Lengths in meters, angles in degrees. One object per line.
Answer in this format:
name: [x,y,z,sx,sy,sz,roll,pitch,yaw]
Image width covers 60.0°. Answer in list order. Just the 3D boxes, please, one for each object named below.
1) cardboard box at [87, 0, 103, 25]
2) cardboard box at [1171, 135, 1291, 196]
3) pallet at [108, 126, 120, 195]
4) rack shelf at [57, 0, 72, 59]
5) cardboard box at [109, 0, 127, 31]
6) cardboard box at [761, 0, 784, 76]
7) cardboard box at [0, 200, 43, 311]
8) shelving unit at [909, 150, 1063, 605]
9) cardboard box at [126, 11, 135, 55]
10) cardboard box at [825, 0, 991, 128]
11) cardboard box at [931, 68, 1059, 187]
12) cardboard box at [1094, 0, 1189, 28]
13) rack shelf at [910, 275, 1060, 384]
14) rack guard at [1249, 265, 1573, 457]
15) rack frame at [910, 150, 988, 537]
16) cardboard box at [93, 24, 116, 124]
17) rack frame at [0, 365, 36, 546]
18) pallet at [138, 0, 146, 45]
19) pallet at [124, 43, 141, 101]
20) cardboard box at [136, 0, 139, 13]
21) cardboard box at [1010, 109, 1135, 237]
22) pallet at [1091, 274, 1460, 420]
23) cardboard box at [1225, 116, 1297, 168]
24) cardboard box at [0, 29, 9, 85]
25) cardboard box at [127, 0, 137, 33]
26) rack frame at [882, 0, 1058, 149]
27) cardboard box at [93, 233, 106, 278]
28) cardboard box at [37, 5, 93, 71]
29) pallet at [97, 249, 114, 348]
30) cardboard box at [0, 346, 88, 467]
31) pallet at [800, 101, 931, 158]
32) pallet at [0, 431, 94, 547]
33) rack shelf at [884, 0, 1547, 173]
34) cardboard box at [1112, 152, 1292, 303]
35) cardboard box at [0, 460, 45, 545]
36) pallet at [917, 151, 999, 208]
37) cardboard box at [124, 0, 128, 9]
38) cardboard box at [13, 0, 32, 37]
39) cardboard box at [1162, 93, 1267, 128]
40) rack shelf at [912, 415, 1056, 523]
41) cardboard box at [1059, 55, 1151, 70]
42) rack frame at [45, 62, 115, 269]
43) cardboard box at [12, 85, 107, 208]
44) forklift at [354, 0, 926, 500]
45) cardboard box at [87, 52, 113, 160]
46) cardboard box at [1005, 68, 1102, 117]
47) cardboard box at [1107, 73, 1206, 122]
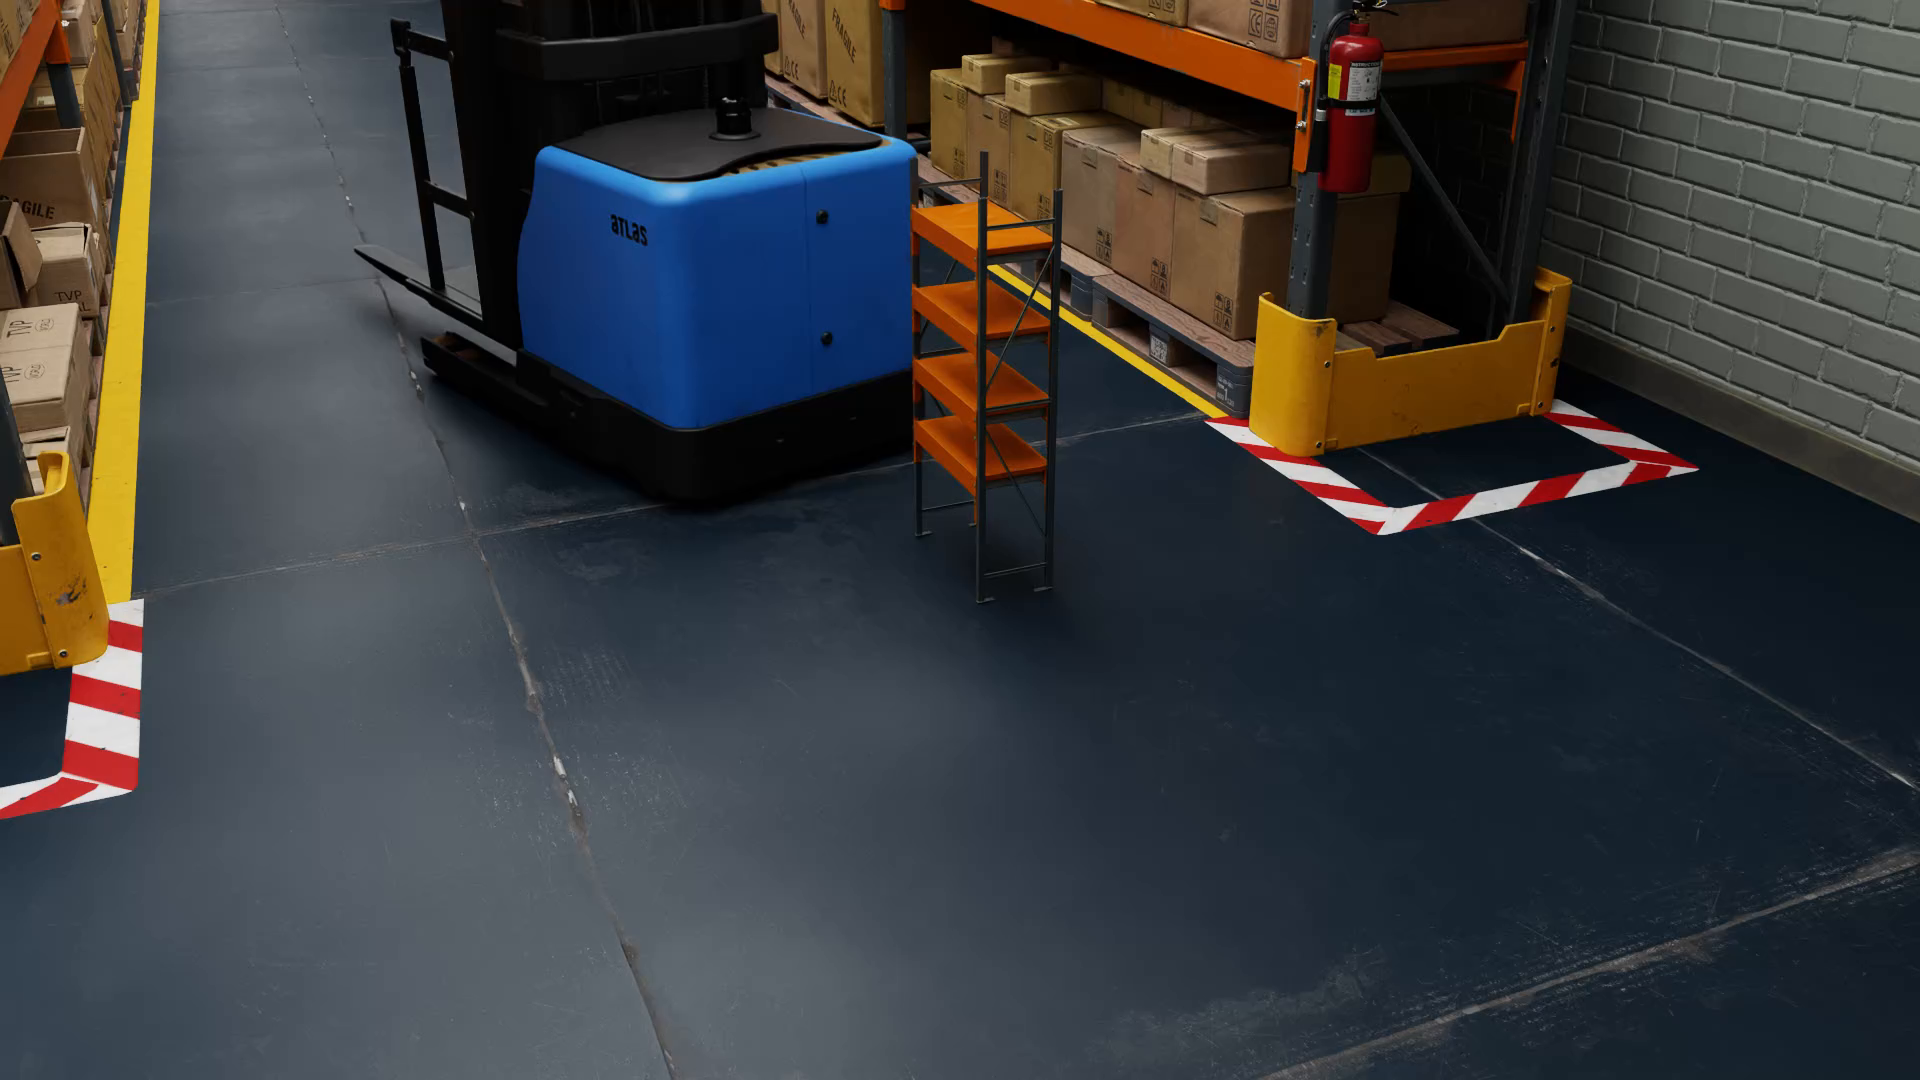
cardboard box: [-5.450,-3.238,9.956,0.500,0.250,0.500,-9,28,-19]
cardboard box: [1.047,-1.452,6.436,0.380,0.149,0.250,-11,28,-21]
pallet: [-5.327,-2.133,9.378,1.003,0.211,1.213,-11,28,-21]
rack shelf: [-5.275,-3.055,8.909,1.077,0.370,4.000,-11,28,-21]
cardboard box: [-5.993,-3.653,11.329,0.500,0.311,0.500,-10,28,-19]
cardboard box: [-0.997,-3.587,11.149,0.750,0.750,0.750,-11,28,-21]
cardboard box: [-3.751,-0.889,5.997,0.797,0.503,0.637,-11,28,-21]
shelving unit: [0.065,-0.472,4.850,0.258,1.200,0.503,-11,28,-21]
cardboard box: [-6.191,-3.604,11.867,0.500,0.250,0.500,-11,28,-22]
cardboard box: [-0.310,-2.886,9.715,0.750,0.750,0.750,-10,28,-20]
cardboard box: [0.263,-2.170,8.645,0.700,0.500,0.500,-10,28,-20]
cardboard box: [1.127,-2.440,6.486,0.980,0.700,0.700,-11,28,-21]
rack shelf: [0.065,-0.613,4.781,0.258,0.148,0.480,-11,28,-21]
rack guard: [1.641,-0.676,6.065,1.175,0.500,0.348,-11,28,-21]
rack frame: [-0.031,-0.571,5.052,0.240,1.200,0.015,-11,28,-21]
cardboard box: [-5.274,-2.714,9.738,0.500,0.500,0.500,-12,28,-22]
rack frame: [-2.925,-0.956,3.790,1.000,3.000,0.127,-11,28,-21]
pallet: [-7.300,-4.257,13.728,1.003,0.211,1.213,-11,28,-21]
pallet: [-6.345,-3.272,11.711,1.003,0.211,1.213,-11,28,-21]
cardboard box: [-6.999,-4.432,13.563,0.500,0.250,0.500,-11,28,-21]
cardboard box: [0.656,-1.759,7.804,0.700,0.500,0.500,-10,28,-19]
pallet: [1.246,-0.865,6.781,1.003,0.211,1.213,-11,28,-21]
cardboard box: [1.299,-1.619,6.779,0.380,0.149,0.250,-10,28,-20]
cardboard box: [-3.257,-1.636,5.068,0.500,0.500,0.500,-11,28,-21]
cardboard box: [-6.601,-4.020,12.719,0.500,0.250,0.500,-10,28,-20]
rack frame: [0.065,-3.424,8.843,1.000,3.000,0.127,-11,28,-21]
cardboard box: [-3.806,-1.165,6.966,0.380,0.149,0.250,-11,28,-21]
cardboard box: [-4.849,-2.623,8.697,0.500,0.250,0.500,-11,28,-20]
pallet: [-4.224,-1.040,7.141,1.003,0.211,1.213,-11,28,-21]
cardboard box: [-3.073,-0.388,5.259,0.500,0.250,0.500,-11,28,-21]
pallet: [-0.307,-2.469,10.067,1.003,0.211,1.213,-11,28,-21]
pallet: [-3.268,-0.055,5.123,1.003,0.211,1.213,-11,28,-21]
rack shelf: [0.848,-2.293,7.348,1.077,0.370,4.000,-11,28,-21]
cardboard box: [1.069,-1.342,6.950,0.700,0.500,0.500,-11,28,-21]
cardboard box: [-2.773,-0.101,4.786,0.380,0.149,0.250,-11,28,-21]
pallet: [0.290,-1.850,8.799,1.003,0.211,1.213,-11,28,-21]
cardboard box: [-6.404,-4.070,12.183,0.500,0.311,0.500,-11,28,-22]
cardboard box: [-3.654,-2.043,5.902,0.500,0.500,0.500,-10,28,-19]
cardboard box: [1.101,-1.823,7.196,0.380,0.149,0.250,-10,28,-20]
rack shelf: [0.065,-0.233,4.967,0.258,0.148,0.480,-11,28,-21]
cardboard box: [0.701,-2.235,8.040,0.380,0.149,0.250,-12,28,-22]
rack frame: [-4.492,-2.571,7.097,1.000,3.000,0.127,-11,28,-21]
cardboard box: [-4.457,-1.883,8.035,0.500,0.500,0.500,-12,28,-23]
forklift: [-1.465,-2.016,6.039,1.130,2.935,3.031,-21,33,-36]
cardboard box: [-4.865,-2.299,8.888,0.500,0.500,0.500,-10,28,-20]
cardboard box: [0.434,-2.081,7.724,0.380,0.149,0.250,-11,28,-22]
cardboard box: [0.901,-2.029,7.618,0.380,0.149,0.250,-11,28,-22]
